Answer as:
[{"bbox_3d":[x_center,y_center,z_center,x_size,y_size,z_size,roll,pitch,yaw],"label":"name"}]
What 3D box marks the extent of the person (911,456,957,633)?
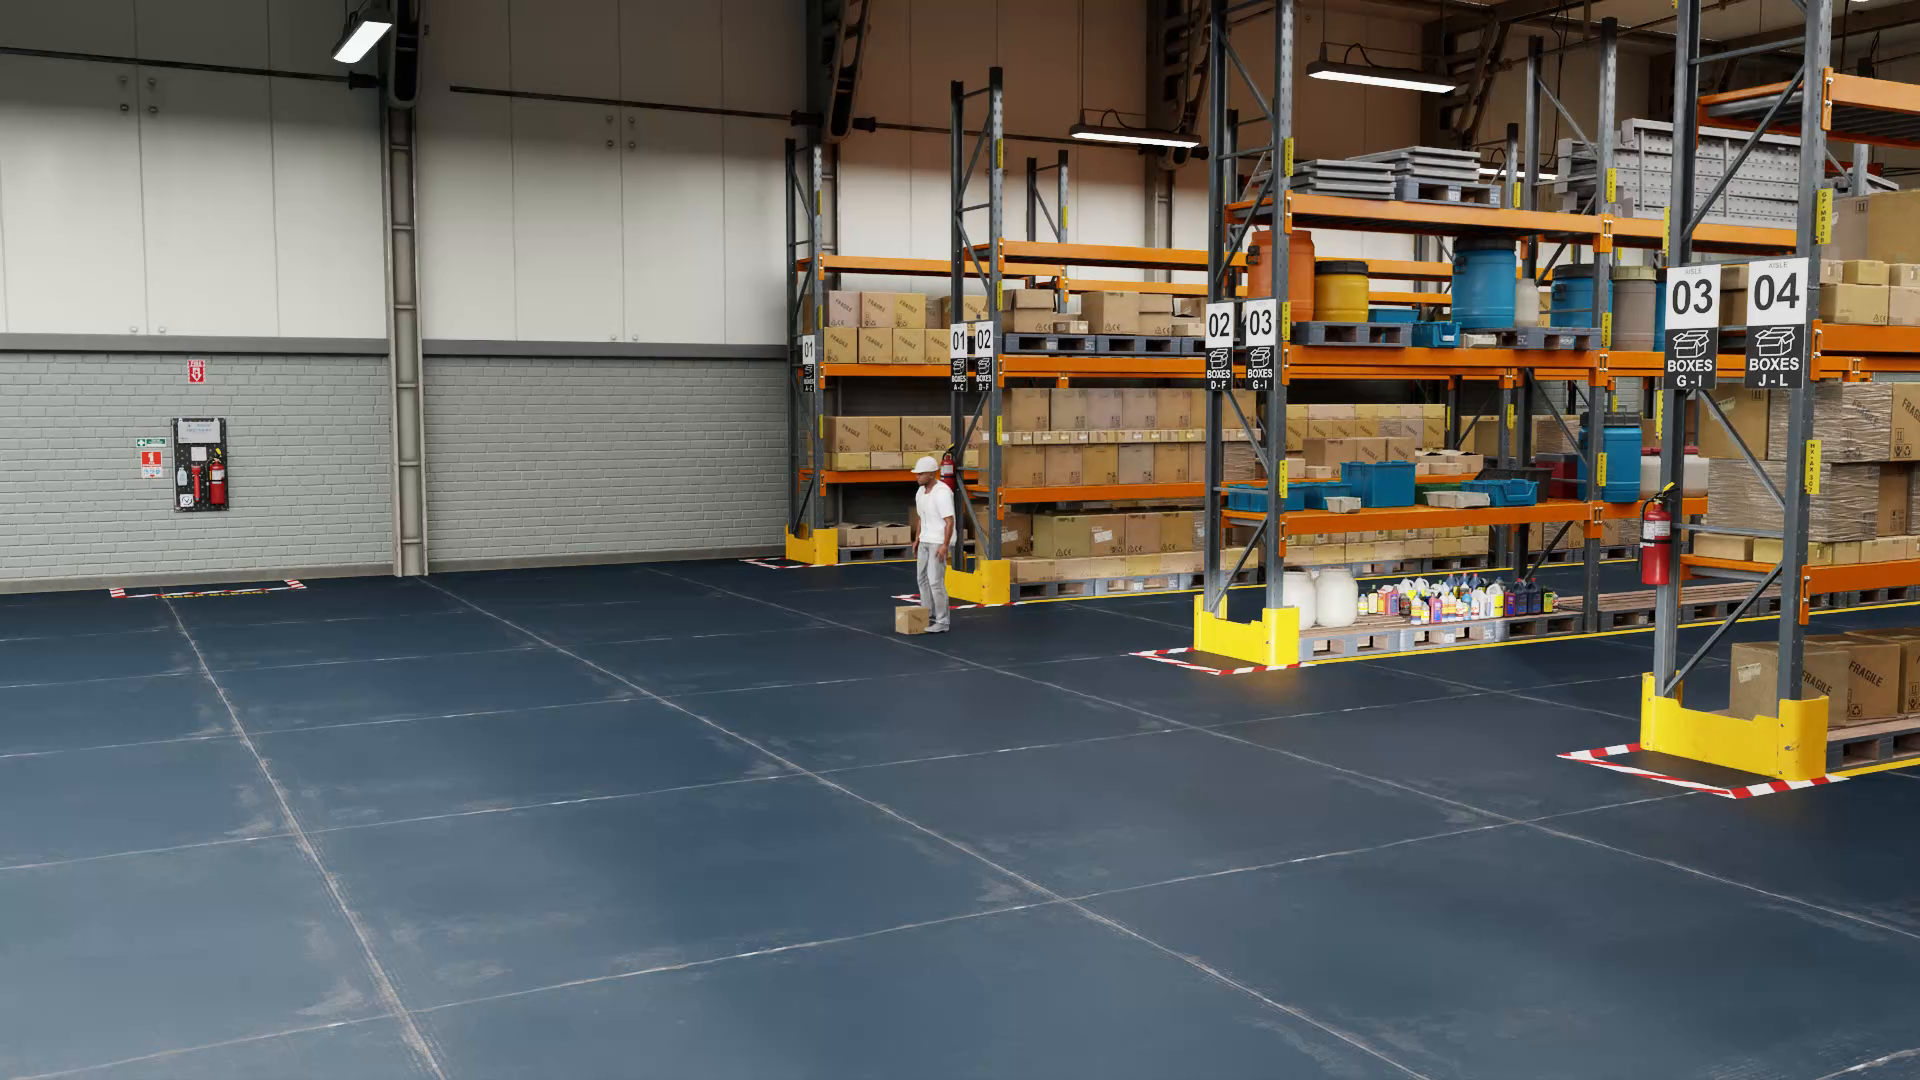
[{"bbox_3d":[-0.288,0.039,16.707,0.463,1.760,0.631,-3,6,-29],"label":"person"}]
